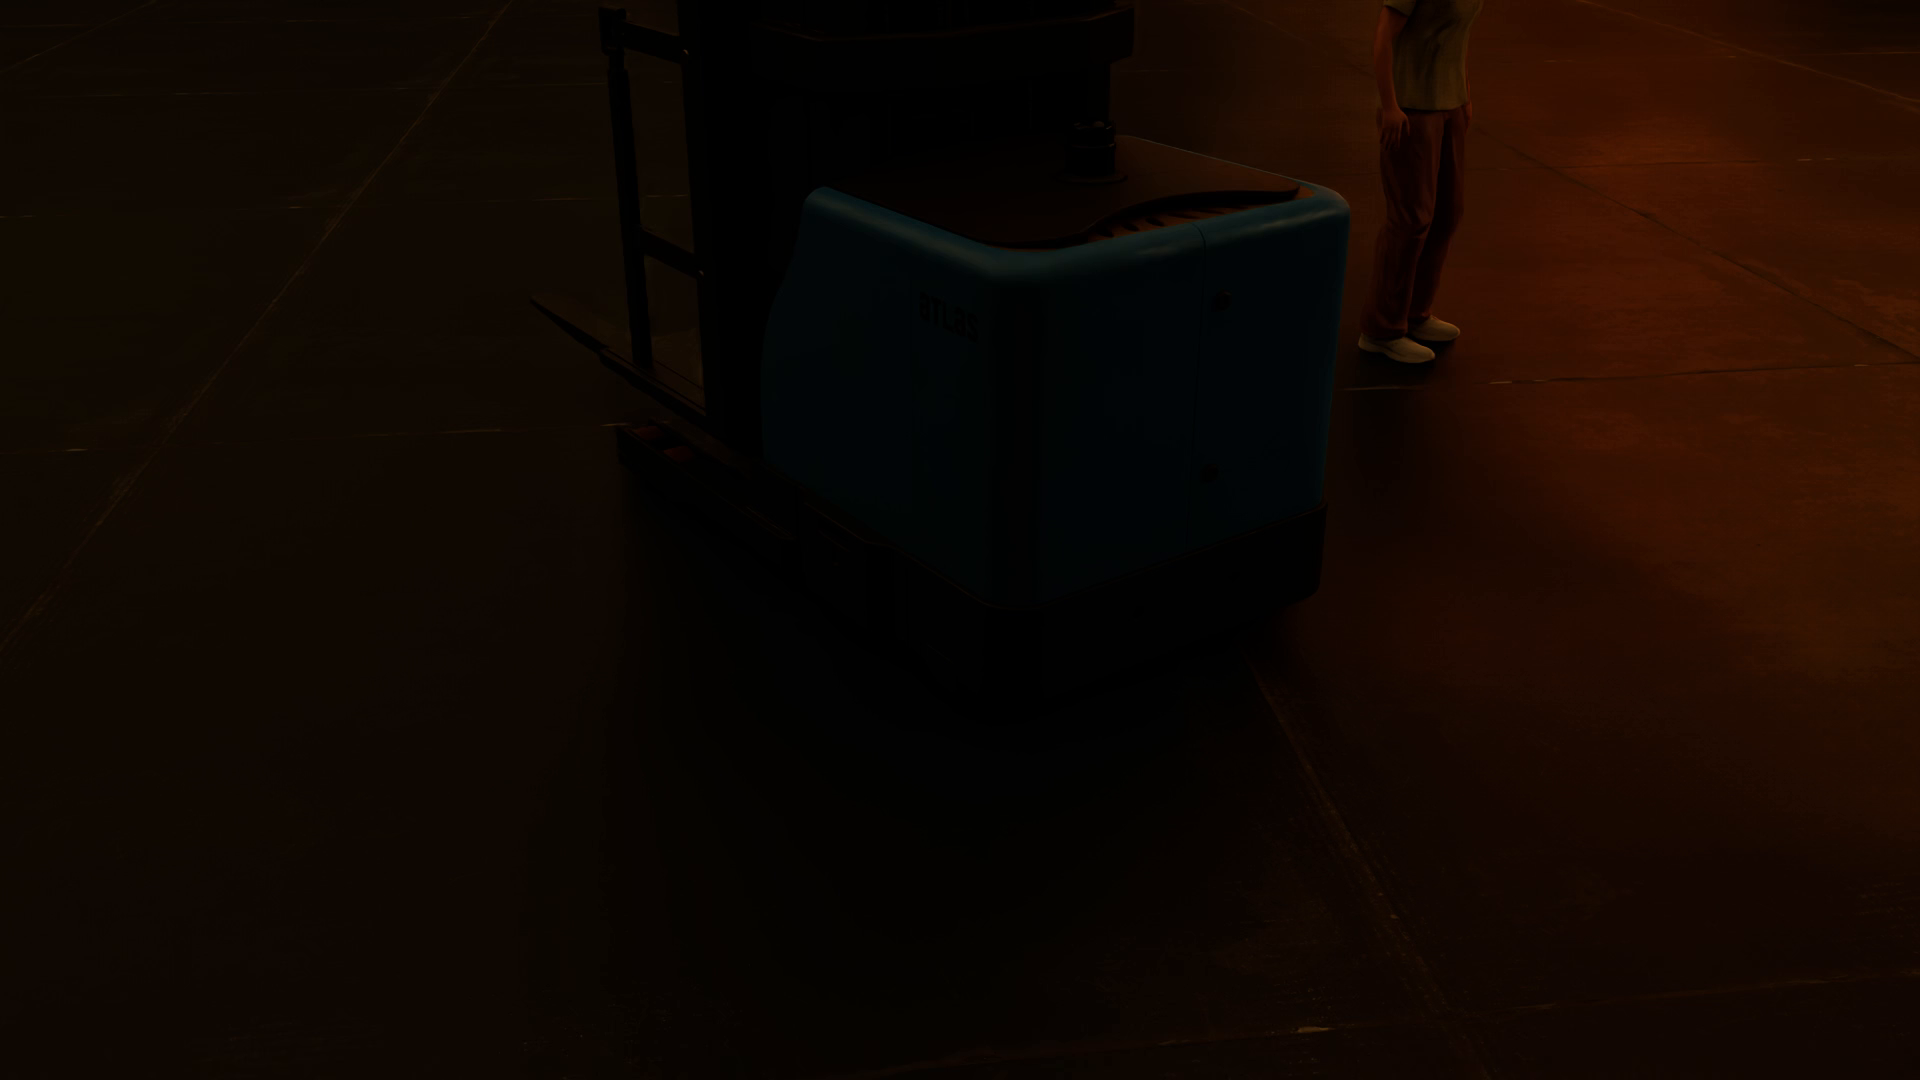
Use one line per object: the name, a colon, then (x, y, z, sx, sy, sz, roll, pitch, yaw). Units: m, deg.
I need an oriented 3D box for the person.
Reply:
person: (1.640, -1.473, 5.740, 0.387, 1.670, 0.557, 22, 33, 37)

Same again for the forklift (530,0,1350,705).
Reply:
forklift: (-0.364, -1.537, 4.419, 1.130, 2.935, 3.031, -17, 31, -32)
